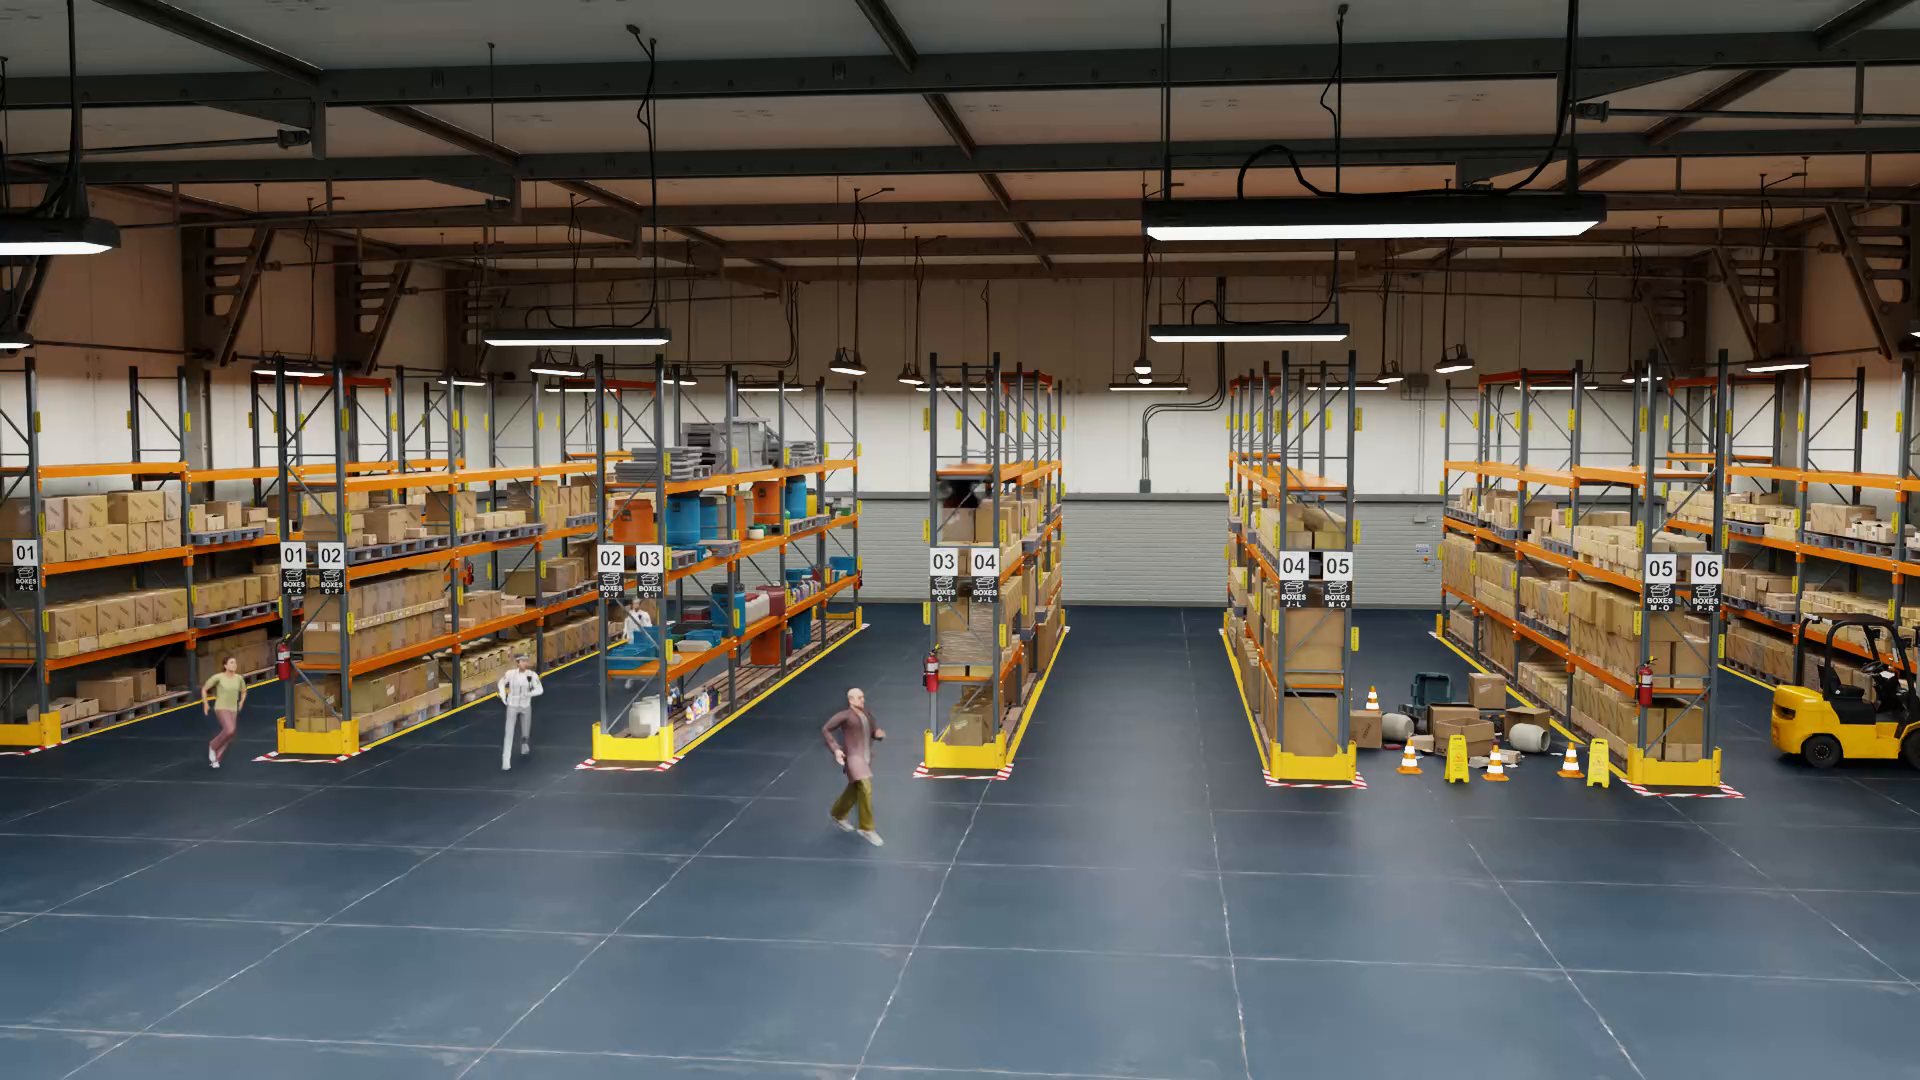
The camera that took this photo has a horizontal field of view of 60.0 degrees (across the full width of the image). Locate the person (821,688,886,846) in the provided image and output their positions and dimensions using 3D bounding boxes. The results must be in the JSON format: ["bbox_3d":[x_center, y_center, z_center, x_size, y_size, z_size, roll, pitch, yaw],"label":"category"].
[{"bbox_3d":[-1.256,2.691,19.964,0.910,1.836,0.681,2,5,30],"label":"person"}]

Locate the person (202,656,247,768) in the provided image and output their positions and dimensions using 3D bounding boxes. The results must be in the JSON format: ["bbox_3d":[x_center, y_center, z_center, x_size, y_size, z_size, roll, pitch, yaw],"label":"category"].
[{"bbox_3d":[-10.613,2.488,24.160,0.550,1.599,0.603,3,5,38],"label":"person"}]

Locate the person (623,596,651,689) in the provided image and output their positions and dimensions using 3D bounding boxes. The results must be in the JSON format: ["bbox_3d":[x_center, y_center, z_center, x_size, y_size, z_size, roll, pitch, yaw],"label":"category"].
[{"bbox_3d":[-6.116,1.905,31.483,0.599,1.708,0.878,0,4,5],"label":"person"}]

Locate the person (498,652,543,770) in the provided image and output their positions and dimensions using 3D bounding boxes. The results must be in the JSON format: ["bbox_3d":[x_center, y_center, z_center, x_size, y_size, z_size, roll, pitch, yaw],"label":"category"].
[{"bbox_3d":[-6.448,2.467,24.430,0.639,1.674,0.870,-1,4,-17],"label":"person"}]
